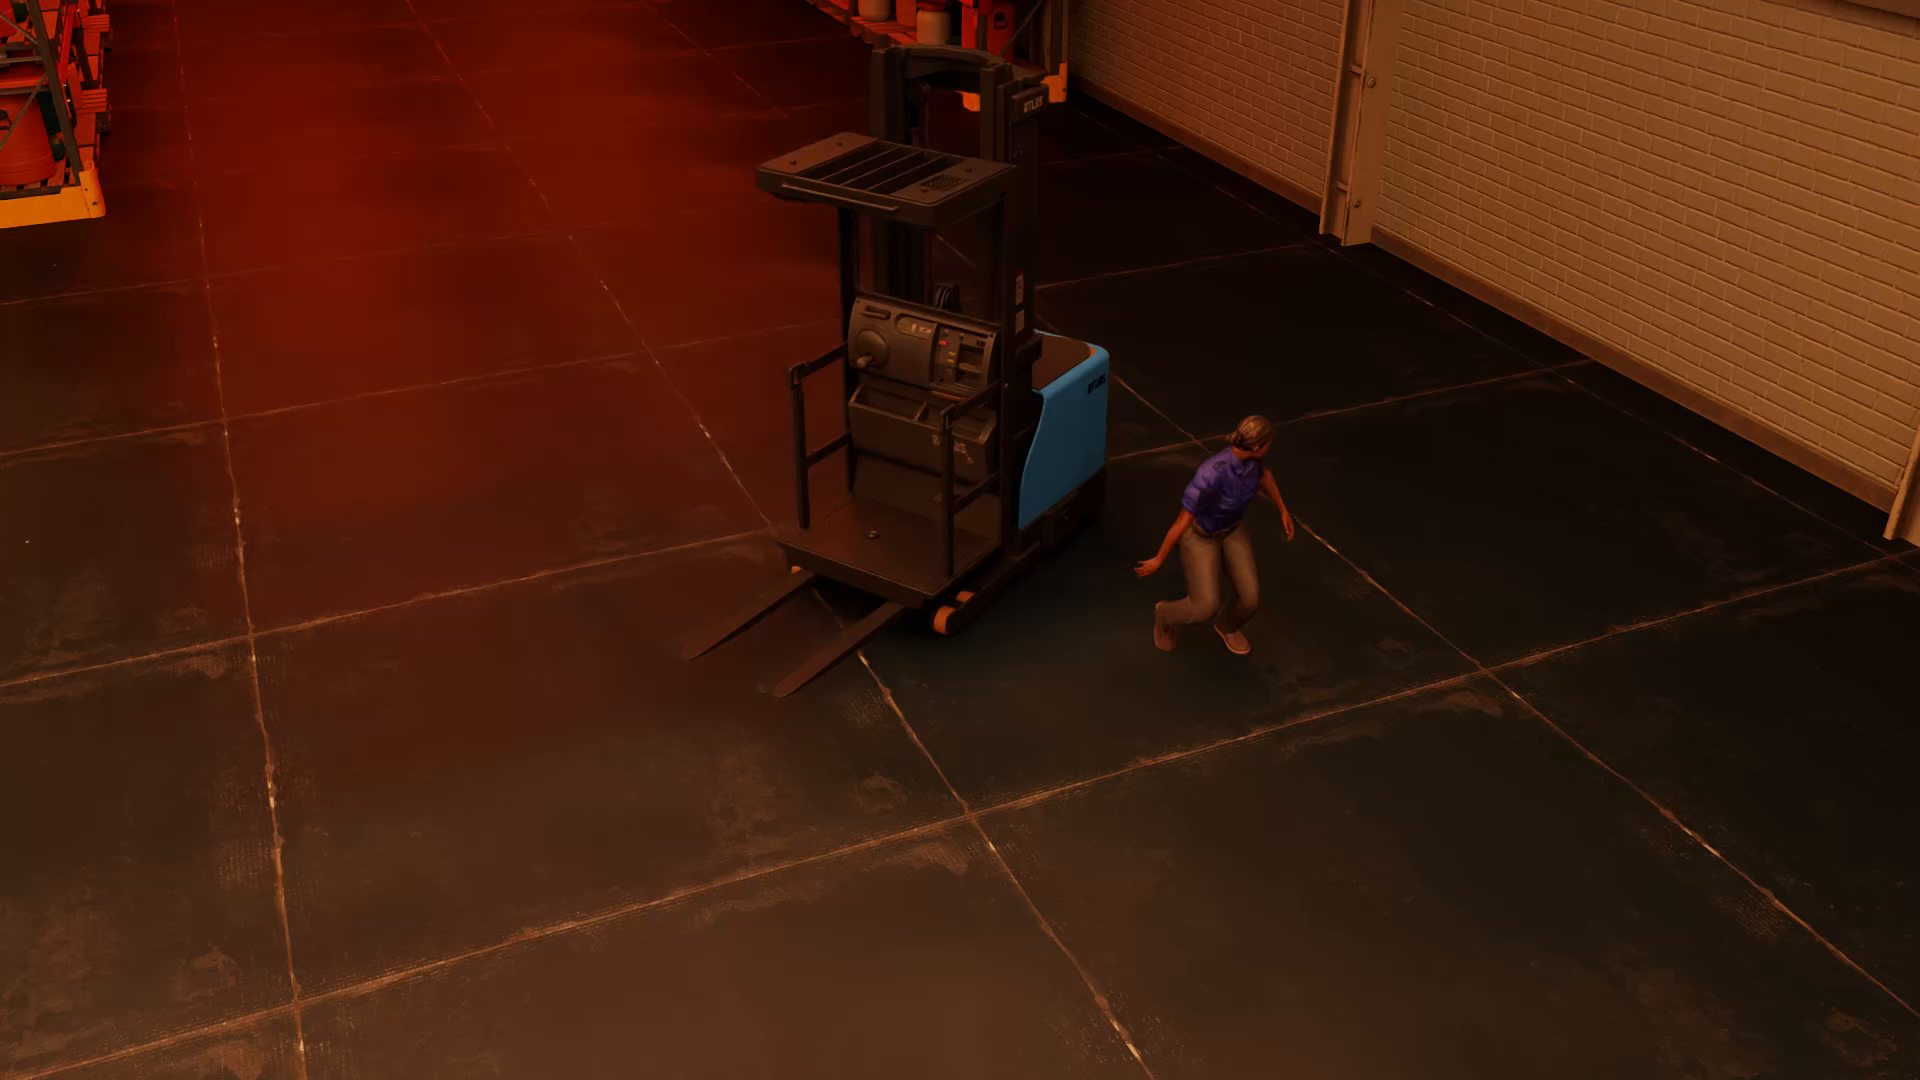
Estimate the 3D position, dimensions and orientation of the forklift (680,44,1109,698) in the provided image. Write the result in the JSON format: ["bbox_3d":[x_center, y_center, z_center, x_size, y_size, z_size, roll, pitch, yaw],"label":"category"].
[{"bbox_3d":[-0.329,-1.012,8.890,1.130,2.935,3.031,18,34,29],"label":"forklift"}]

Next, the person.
[{"bbox_3d":[1.303,-0.002,8.644,0.876,1.496,0.506,-18,34,-28],"label":"person"}]
